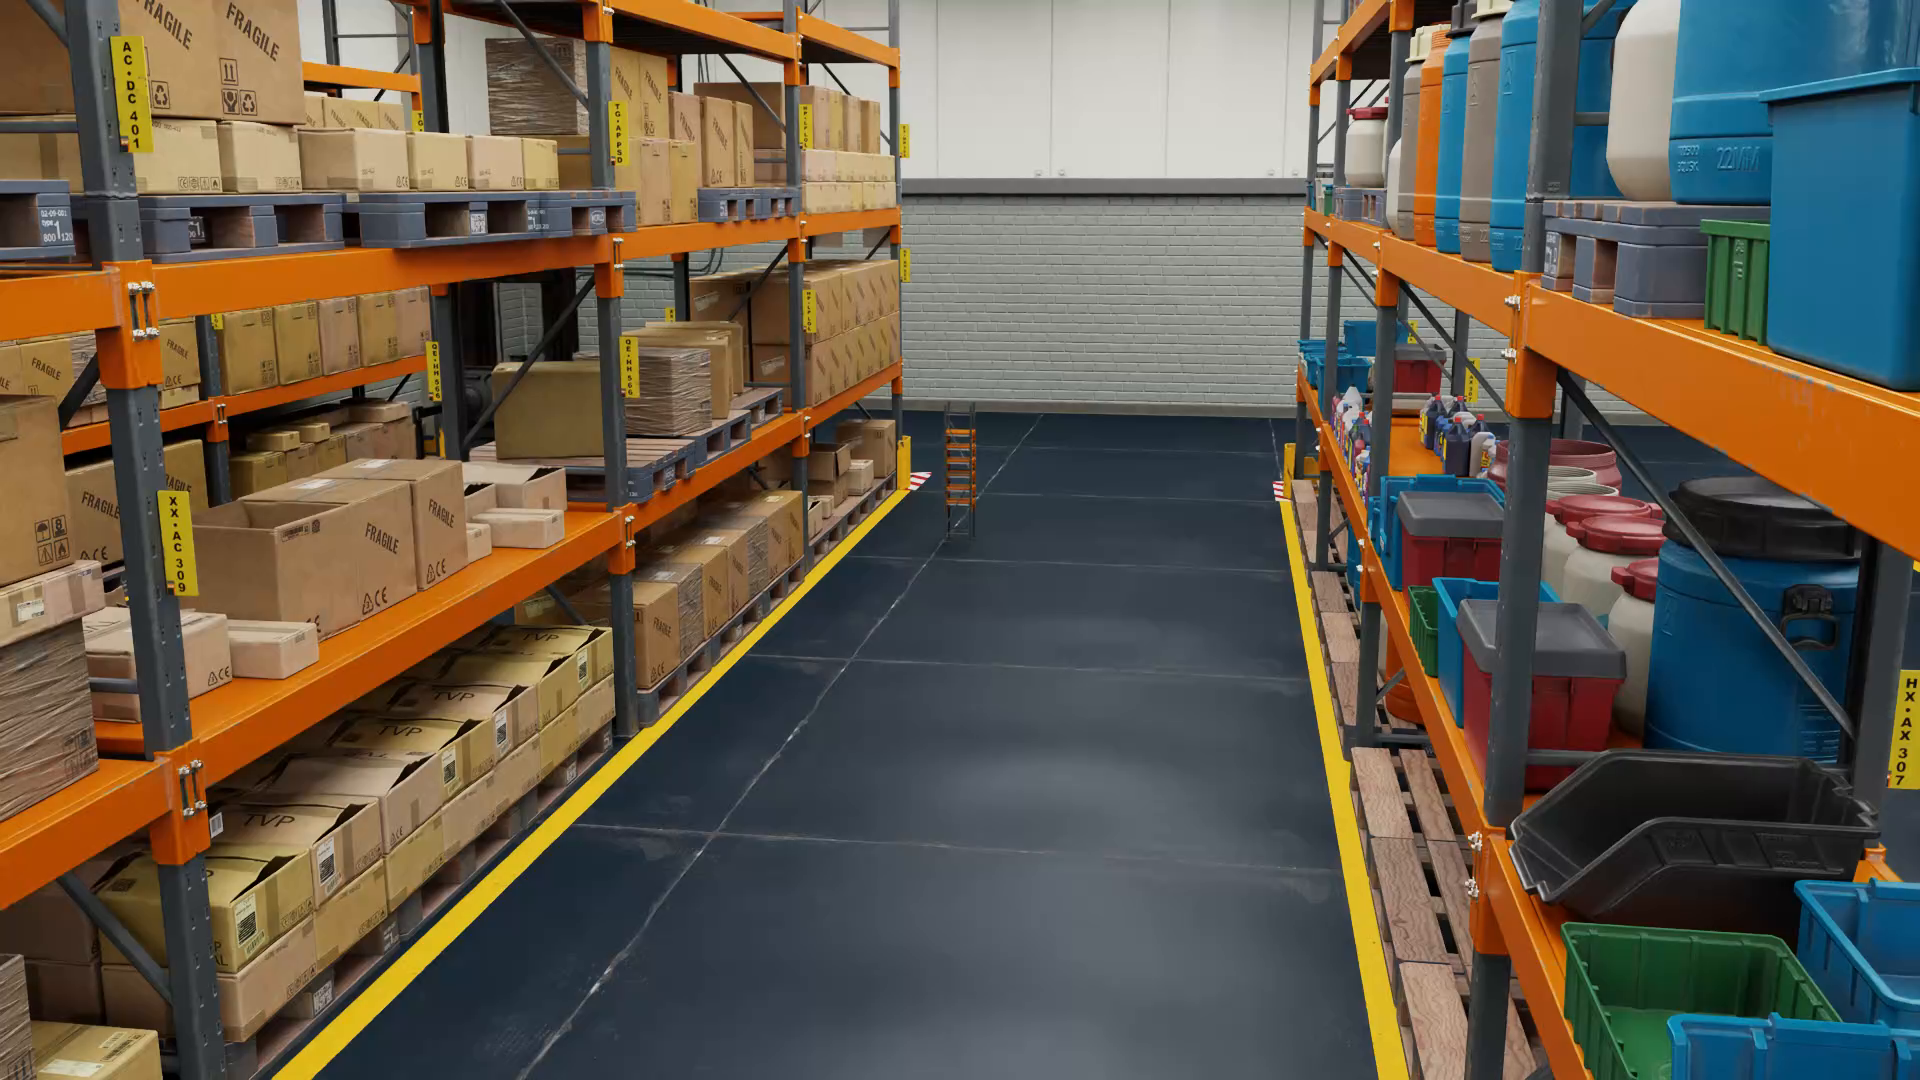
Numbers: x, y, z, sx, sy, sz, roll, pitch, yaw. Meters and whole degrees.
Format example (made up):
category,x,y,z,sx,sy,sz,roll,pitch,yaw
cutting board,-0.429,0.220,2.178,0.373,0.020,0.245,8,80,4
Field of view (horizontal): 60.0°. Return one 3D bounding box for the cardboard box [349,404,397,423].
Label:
category,x,y,z,sx,sy,sz,roll,pitch,yaw
cardboard box,-5.874,-1.268,16.654,0.380,0.149,0.250,2,12,10

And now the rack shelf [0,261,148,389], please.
category,x,y,z,sx,sy,sz,roll,pitch,yaw
rack shelf,-3.245,-0.243,3.089,1.077,0.370,4.000,2,12,9

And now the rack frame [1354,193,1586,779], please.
category,x,y,z,sx,sy,sz,roll,pitch,yaw
rack frame,2.572,-0.216,8.376,1.000,3.000,0.127,2,12,9

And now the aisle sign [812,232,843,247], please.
category,x,y,z,sx,sy,sz,roll,pitch,yaw
aisle sign,-1.371,-3.337,16.688,0.394,0.787,0.004,2,12,9

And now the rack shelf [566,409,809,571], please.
category,x,y,z,sx,sy,sz,roll,pitch,yaw
rack shelf,-2.015,-0.442,11.132,1.077,0.370,4.000,2,12,9

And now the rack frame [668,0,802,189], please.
category,x,y,z,sx,sy,sz,roll,pitch,yaw
rack frame,-1.707,-4.143,12.356,1.000,3.000,0.127,2,12,9

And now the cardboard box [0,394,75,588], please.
category,x,y,z,sx,sy,sz,roll,pitch,yaw
cardboard box,-2.999,-0.135,4.684,0.700,0.500,0.500,2,12,9

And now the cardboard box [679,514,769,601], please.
category,x,y,z,sx,sy,sz,roll,pitch,yaw
cardboard box,-1.662,0.116,11.725,0.500,0.500,0.500,2,12,9

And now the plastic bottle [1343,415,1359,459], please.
category,x,y,z,sx,sy,sz,roll,pitch,yaw
plastic bottle,2.561,-0.663,10.745,0.152,0.276,0.135,2,12,9

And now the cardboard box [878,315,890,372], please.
category,x,y,z,sx,sy,sz,roll,pitch,yaw
cardboard box,-0.968,-1.881,15.866,0.500,0.500,0.500,2,12,9

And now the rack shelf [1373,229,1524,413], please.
category,x,y,z,sx,sy,sz,roll,pitch,yaw
rack shelf,2.264,-0.914,6.204,1.077,0.370,4.000,2,12,9

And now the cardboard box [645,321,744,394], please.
category,x,y,z,sx,sy,sz,roll,pitch,yaw
cardboard box,-2.001,-1.373,12.509,0.700,0.500,0.500,-2,12,-10

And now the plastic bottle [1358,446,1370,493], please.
category,x,y,z,sx,sy,sz,roll,pitch,yaw
plastic bottle,2.344,-0.404,9.552,0.097,0.271,0.097,0,12,0

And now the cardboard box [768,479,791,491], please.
category,x,y,z,sx,sy,sz,roll,pitch,yaw
cardboard box,-1.784,-0.395,14.542,0.500,0.311,0.500,2,12,9

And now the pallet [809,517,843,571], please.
category,x,y,z,sx,sy,sz,roll,pitch,yaw
pallet,-1.600,0.010,13.945,1.003,0.211,1.213,2,12,9

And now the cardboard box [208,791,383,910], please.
category,x,y,z,sx,sy,sz,roll,pitch,yaw
cardboard box,-2.545,1.138,6.291,0.500,0.311,0.500,2,12,8

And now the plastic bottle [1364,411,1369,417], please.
category,x,y,z,sx,sy,sz,roll,pitch,yaw
plastic bottle,2.809,-0.791,11.517,0.097,0.201,0.097,0,12,0

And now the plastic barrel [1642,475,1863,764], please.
category,x,y,z,sx,sy,sz,roll,pitch,yaw
plastic barrel,2.315,0.301,4.787,0.600,0.901,0.708,2,12,9

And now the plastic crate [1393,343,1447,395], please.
category,x,y,z,sx,sy,sz,roll,pitch,yaw
plastic crate,3.572,-1.287,13.051,0.402,0.464,0.583,2,12,9

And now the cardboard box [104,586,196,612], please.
category,x,y,z,sx,sy,sz,roll,pitch,yaw
cardboard box,-2.984,0.332,6.152,0.396,0.266,0.258,2,12,7

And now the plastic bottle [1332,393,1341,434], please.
category,x,y,z,sx,sy,sz,roll,pitch,yaw
plastic bottle,2.688,-0.901,11.833,0.061,0.283,0.133,2,12,9

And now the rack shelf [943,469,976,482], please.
category,x,y,z,sx,sy,sz,roll,pitch,yaw
rack shelf,-0.002,-0.540,14.362,0.258,0.103,0.180,2,12,9

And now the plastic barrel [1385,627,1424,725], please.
category,x,y,z,sx,sy,sz,roll,pitch,yaw
plastic barrel,2.630,0.537,9.035,0.600,0.830,0.708,2,12,9

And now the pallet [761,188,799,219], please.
category,x,y,z,sx,sy,sz,roll,pitch,yaw
pallet,-1.877,-2.451,12.072,1.213,0.211,1.003,2,12,9

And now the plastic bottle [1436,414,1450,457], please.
category,x,y,z,sx,sy,sz,roll,pitch,yaw
plastic bottle,3.165,-0.684,10.855,0.097,0.271,0.097,0,12,0

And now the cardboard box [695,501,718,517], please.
category,x,y,z,sx,sy,sz,roll,pitch,yaw
cardboard box,-2.093,0.001,12.257,0.500,0.500,0.500,2,12,9

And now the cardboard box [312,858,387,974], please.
category,x,y,z,sx,sy,sz,roll,pitch,yaw
cardboard box,-2.551,1.412,6.352,0.500,0.250,0.500,2,12,10

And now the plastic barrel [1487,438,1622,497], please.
category,x,y,z,sx,sy,sz,roll,pitch,yaw
plastic barrel,2.800,-0.176,7.868,0.600,0.536,0.708,2,12,9

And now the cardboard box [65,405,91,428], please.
category,x,y,z,sx,sy,sz,roll,pitch,yaw
cardboard box,-6.613,-0.914,12.164,0.380,0.149,0.250,2,12,7

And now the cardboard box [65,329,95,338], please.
category,x,y,z,sx,sy,sz,roll,pitch,yaw
cardboard box,-6.588,-1.623,12.131,0.500,0.250,0.500,2,12,10

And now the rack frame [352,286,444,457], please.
category,x,y,z,sx,sy,sz,roll,pitch,yaw
rack frame,-5.987,-2.202,17.593,1.000,3.000,0.127,2,12,9

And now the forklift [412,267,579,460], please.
category,x,y,z,sx,sy,sz,roll,pitch,yaw
forklift,-3.635,-1.160,12.917,1.130,2.935,3.031,3,12,12

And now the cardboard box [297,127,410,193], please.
category,x,y,z,sx,sy,sz,roll,pitch,yaw
cardboard box,-2.583,-1.539,6.754,0.500,0.250,0.500,1,12,4

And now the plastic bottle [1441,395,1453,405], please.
category,x,y,z,sx,sy,sz,roll,pitch,yaw
plastic bottle,3.446,-0.896,11.823,0.152,0.276,0.135,2,12,9

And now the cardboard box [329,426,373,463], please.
category,x,y,z,sx,sy,sz,roll,pitch,yaw
cardboard box,-6.150,-0.828,16.152,0.700,0.500,0.500,1,12,7

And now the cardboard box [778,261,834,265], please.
category,x,y,z,sx,sy,sz,roll,pitch,yaw
cardboard box,-1.493,-2.387,15.841,0.500,0.500,0.500,2,12,9

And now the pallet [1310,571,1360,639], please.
category,x,y,z,sx,sy,sz,roll,pitch,yaw
pallet,3.027,0.474,11.794,1.003,0.211,1.213,2,12,9

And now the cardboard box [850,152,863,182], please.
category,x,y,z,sx,sy,sz,roll,pitch,yaw
cardboard box,-1.147,-3.253,14.515,0.500,0.250,0.500,2,12,9

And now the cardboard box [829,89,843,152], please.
category,x,y,z,sx,sy,sz,roll,pitch,yaw
cardboard box,-1.382,-3.520,13.977,0.700,0.500,0.500,2,12,9

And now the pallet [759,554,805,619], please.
category,x,y,z,sx,sy,sz,roll,pitch,yaw
pallet,-1.795,0.324,12.490,1.003,0.211,1.213,2,12,9

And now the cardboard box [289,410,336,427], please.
category,x,y,z,sx,sy,sz,roll,pitch,yaw
cardboard box,-6.329,-1.176,16.226,0.380,0.149,0.250,2,12,9

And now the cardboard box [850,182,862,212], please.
category,x,y,z,sx,sy,sz,roll,pitch,yaw
cardboard box,-1.155,-3.008,14.569,0.500,0.250,0.500,2,12,9

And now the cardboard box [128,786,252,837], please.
category,x,y,z,sx,sy,sz,roll,pitch,yaw
cardboard box,-3.085,1.118,6.385,0.500,0.311,0.500,2,12,10

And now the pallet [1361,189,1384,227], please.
category,x,y,z,sx,sy,sz,roll,pitch,yaw
pallet,2.991,-2.020,10.076,1.003,0.211,1.213,2,12,9

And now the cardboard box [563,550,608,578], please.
category,x,y,z,sx,sy,sz,roll,pitch,yaw
cardboard box,-2.406,0.049,10.256,0.500,0.250,0.500,2,12,11

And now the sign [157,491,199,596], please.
category,x,y,z,sx,sy,sz,roll,pitch,yaw
sign,-2.389,0.011,5.079,0.100,0.325,0.005,2,12,9

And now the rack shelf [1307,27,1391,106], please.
category,x,y,z,sx,sy,sz,roll,pitch,yaw
rack shelf,3.494,-3.851,13.657,1.077,0.370,4.000,2,12,9

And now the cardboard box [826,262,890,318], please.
category,x,y,z,sx,sy,sz,roll,pitch,yaw
cardboard box,-0.965,-2.374,15.776,0.500,0.500,0.500,2,12,10

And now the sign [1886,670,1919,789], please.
category,x,y,z,sx,sy,sz,roll,pitch,yaw
sign,2.498,0.501,4.390,0.100,0.325,0.005,2,12,9

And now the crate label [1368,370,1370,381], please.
category,x,y,z,sx,sy,sz,roll,pitch,yaw
crate label,3.778,-1.488,14.759,0.396,0.136,0.243,2,12,9

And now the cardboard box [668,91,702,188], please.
category,x,y,z,sx,sy,sz,roll,pitch,yaw
cardboard box,-2.060,-2.599,10.842,0.600,0.600,0.600,1,12,6

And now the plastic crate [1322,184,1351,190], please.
category,x,y,z,sx,sy,sz,roll,pitch,yaw
plastic crate,3.011,-2.633,12.869,0.416,0.233,0.300,2,12,9

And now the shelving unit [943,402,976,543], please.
category,x,y,z,sx,sy,sz,roll,pitch,yaw
shelving unit,-0.002,-0.584,14.353,0.258,1.200,0.189,2,12,9

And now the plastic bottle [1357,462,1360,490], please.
category,x,y,z,sx,sy,sz,roll,pitch,yaw
plastic bottle,2.359,-0.390,9.654,0.097,0.201,0.097,0,12,0

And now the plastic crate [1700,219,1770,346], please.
category,x,y,z,sx,sy,sz,roll,pitch,yaw
plastic crate,1.445,-0.427,2.735,0.336,0.188,0.450,2,12,9

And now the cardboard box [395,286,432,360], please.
category,x,y,z,sx,sy,sz,roll,pitch,yaw
cardboard box,-6.056,-2.243,17.067,0.980,0.700,0.700,2,12,11
